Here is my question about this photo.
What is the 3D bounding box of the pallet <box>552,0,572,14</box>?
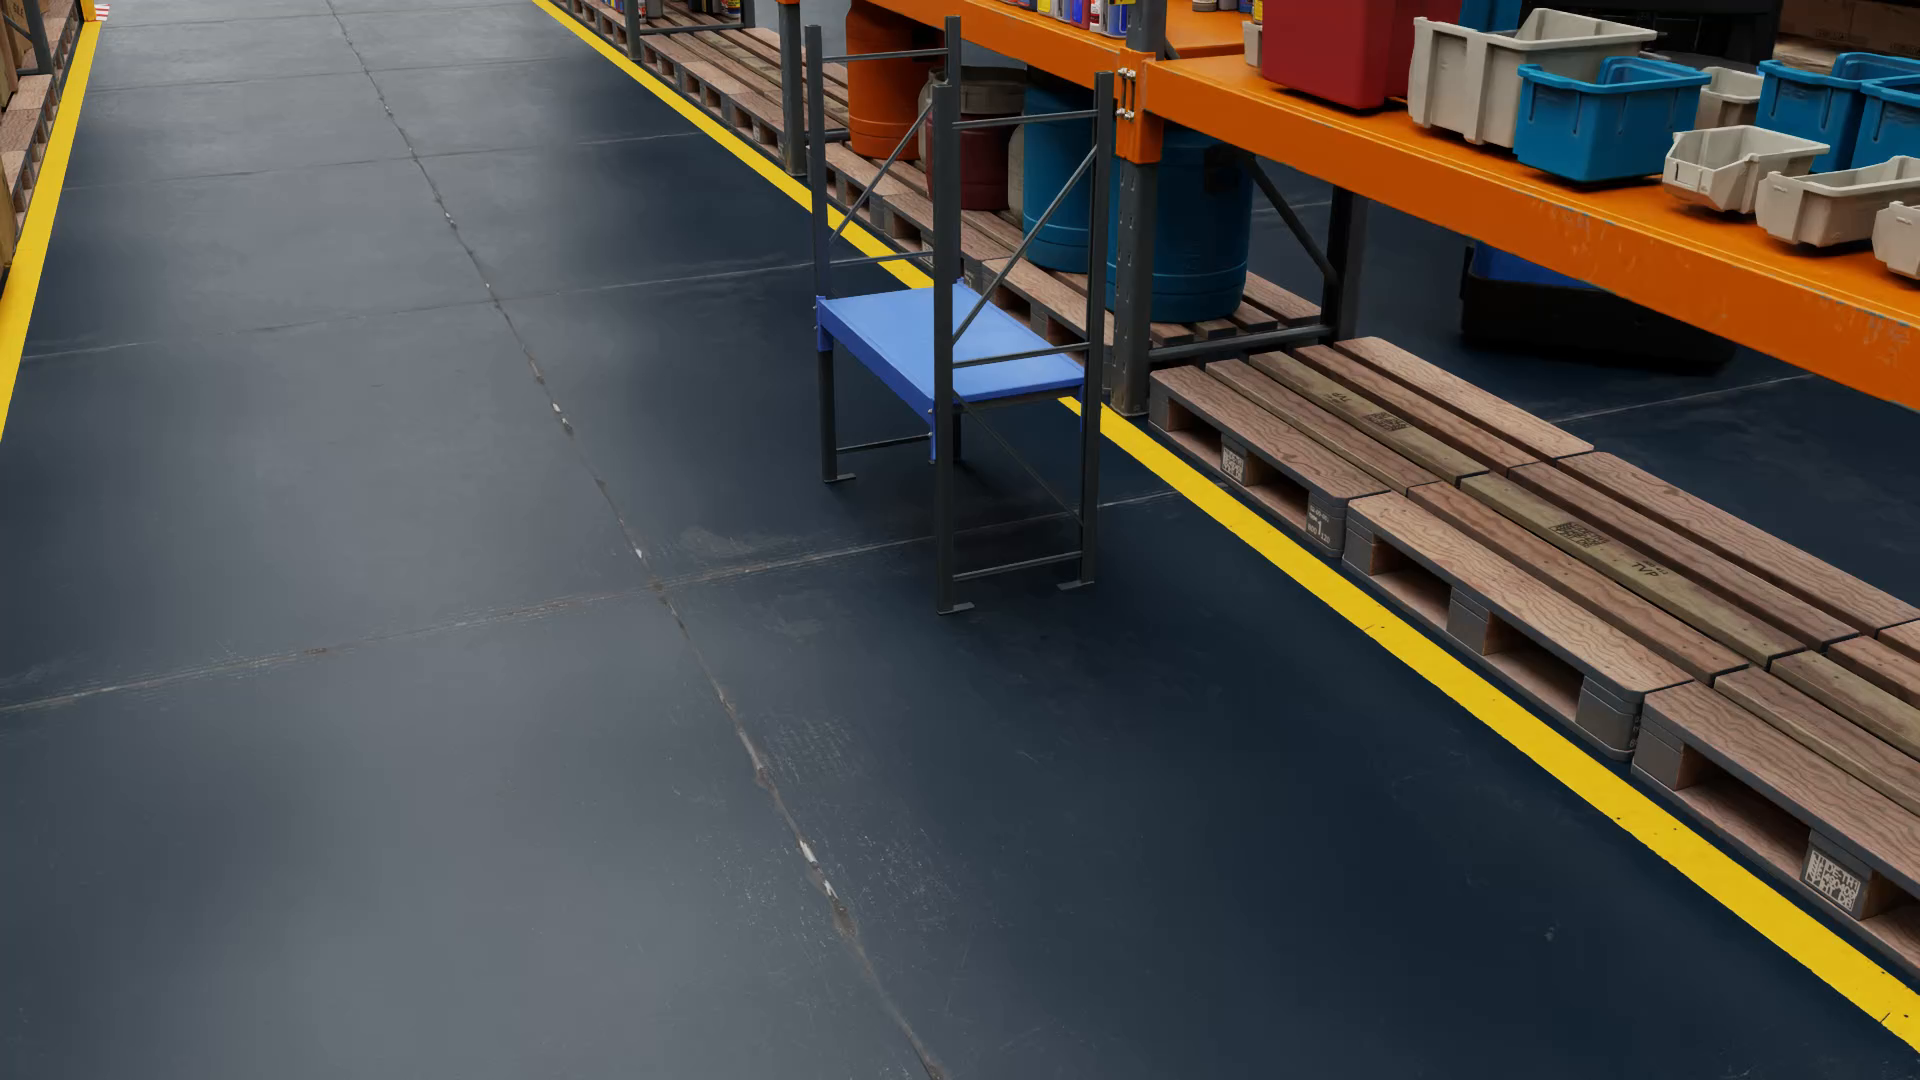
[{"bbox_3d":[-3.266,-5.143,15.544,1.003,0.211,1.213,-11,28,-21],"label":"pallet"}]

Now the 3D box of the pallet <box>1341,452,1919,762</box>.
[{"bbox_3d":[1.853,0.133,4.737,1.003,0.211,1.213,-11,28,-21],"label":"pallet"}]

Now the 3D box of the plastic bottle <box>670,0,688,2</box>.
[{"bbox_3d":[-2.387,-4.716,14.094,0.152,0.276,0.135,-11,28,-21],"label":"plastic bottle"}]

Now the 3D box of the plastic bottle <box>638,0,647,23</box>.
[{"bbox_3d":[-2.514,-4.166,13.052,0.097,0.201,0.097,0,26,0],"label":"plastic bottle"}]

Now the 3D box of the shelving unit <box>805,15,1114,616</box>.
[{"bbox_3d":[-0.033,-0.708,4.991,0.538,1.500,1.048,-11,28,-21],"label":"shelving unit"}]

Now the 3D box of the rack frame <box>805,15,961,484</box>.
[{"bbox_3d":[-0.232,-0.914,5.412,0.500,1.500,0.032,-11,28,-21],"label":"rack frame"}]

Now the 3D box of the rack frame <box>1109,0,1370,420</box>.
[{"bbox_3d":[1.047,-1.904,5.730,1.000,3.000,0.127,-11,28,-21],"label":"rack frame"}]

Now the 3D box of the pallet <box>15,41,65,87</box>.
[{"bbox_3d":[-6.938,-3.294,11.756,1.003,0.211,1.213,-11,28,-21],"label":"pallet"}]

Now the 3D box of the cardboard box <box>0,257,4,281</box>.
[{"bbox_3d":[-4.483,-1.258,6.351,1.225,0.875,0.875,-10,28,-20],"label":"cardboard box"}]

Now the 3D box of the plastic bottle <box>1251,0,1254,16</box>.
[{"bbox_3d":[1.182,-2.133,6.426,0.097,0.201,0.097,0,26,0],"label":"plastic bottle"}]

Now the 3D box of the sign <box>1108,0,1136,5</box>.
[{"bbox_3d":[0.541,-1.934,5.477,0.100,0.325,0.005,-11,28,-21],"label":"sign"}]

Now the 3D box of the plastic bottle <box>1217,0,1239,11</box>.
[{"bbox_3d":[1.073,-2.248,6.576,0.152,0.276,0.135,-11,28,-21],"label":"plastic bottle"}]

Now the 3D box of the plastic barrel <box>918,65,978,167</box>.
[{"bbox_3d":[-0.008,-2.182,8.657,0.421,0.512,0.421,0,26,0],"label":"plastic barrel"}]

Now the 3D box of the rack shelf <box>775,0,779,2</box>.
[{"bbox_3d":[-1.302,-4.002,10.849,1.077,0.370,4.000,-11,28,-21],"label":"rack shelf"}]

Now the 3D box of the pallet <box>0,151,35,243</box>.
[{"bbox_3d":[-5.381,-1.730,8.553,1.003,0.211,1.213,-11,28,-21],"label":"pallet"}]

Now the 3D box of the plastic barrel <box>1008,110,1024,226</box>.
[{"bbox_3d":[0.434,-1.726,7.723,0.421,0.512,0.421,0,26,0],"label":"plastic barrel"}]

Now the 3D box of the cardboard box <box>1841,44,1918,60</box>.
[{"bbox_3d":[5.234,-2.481,9.261,0.500,0.500,0.500,-10,28,-20],"label":"cardboard box"}]

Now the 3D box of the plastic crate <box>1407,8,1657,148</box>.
[{"bbox_3d":[1.476,-1.229,4.415,0.437,0.282,0.530,-11,28,-21],"label":"plastic crate"}]

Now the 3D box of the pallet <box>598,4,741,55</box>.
[{"bbox_3d":[-2.310,-4.158,13.526,1.003,0.211,1.213,-11,28,-21],"label":"pallet"}]

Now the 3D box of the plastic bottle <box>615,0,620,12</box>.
[{"bbox_3d":[-2.780,-4.457,13.554,0.061,0.283,0.133,-9,27,-17],"label":"plastic bottle"}]

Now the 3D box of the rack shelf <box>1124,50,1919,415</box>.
[{"bbox_3d":[1.831,-0.773,4.234,1.077,0.370,4.000,-11,28,-21],"label":"rack shelf"}]

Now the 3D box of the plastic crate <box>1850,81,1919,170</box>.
[{"bbox_3d":[2.305,-0.928,3.855,0.416,0.233,0.300,-11,28,-21],"label":"plastic crate"}]

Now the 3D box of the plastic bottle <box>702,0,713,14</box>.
[{"bbox_3d":[-2.056,-4.421,13.481,0.061,0.283,0.133,-11,28,-21],"label":"plastic bottle"}]

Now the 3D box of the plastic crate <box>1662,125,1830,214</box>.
[{"bbox_3d":[1.763,-0.839,3.782,0.298,0.136,0.250,-11,28,-21],"label":"plastic crate"}]

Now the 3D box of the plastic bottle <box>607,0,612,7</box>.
[{"bbox_3d":[-2.864,-4.592,13.838,0.152,0.276,0.135,-10,28,-20],"label":"plastic bottle"}]

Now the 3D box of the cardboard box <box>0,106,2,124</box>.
[{"bbox_3d":[-6.033,-2.683,9.675,0.700,0.500,0.500,-13,29,-25],"label":"cardboard box"}]

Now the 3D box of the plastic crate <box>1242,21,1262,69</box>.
[{"bbox_3d":[1.098,-1.600,5.339,0.396,0.136,0.243,-11,28,-21],"label":"plastic crate"}]

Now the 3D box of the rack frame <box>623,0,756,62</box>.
[{"bbox_3d":[-2.085,-5.133,12.345,1.000,3.000,0.127,-11,28,-21],"label":"rack frame"}]

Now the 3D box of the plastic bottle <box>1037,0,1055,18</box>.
[{"bbox_3d":[0.386,-2.196,6.386,0.144,0.351,0.185,-11,28,-21],"label":"plastic bottle"}]

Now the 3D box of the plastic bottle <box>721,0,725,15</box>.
[{"bbox_3d":[-1.887,-4.359,13.448,0.097,0.201,0.097,0,26,0],"label":"plastic bottle"}]

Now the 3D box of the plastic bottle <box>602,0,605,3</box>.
[{"bbox_3d":[-2.976,-4.674,14.012,0.097,0.271,0.097,0,26,0],"label":"plastic bottle"}]

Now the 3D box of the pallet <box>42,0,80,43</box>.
[{"bbox_3d":[-7.894,-4.279,13.774,1.003,0.211,1.213,-11,28,-21],"label":"pallet"}]

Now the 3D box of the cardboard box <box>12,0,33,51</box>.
[{"bbox_3d":[-6.994,-3.746,11.874,0.500,0.500,0.500,-2,26,-4],"label":"cardboard box"}]

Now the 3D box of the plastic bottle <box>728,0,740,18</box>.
[{"bbox_3d":[-1.807,-4.309,13.264,0.097,0.271,0.097,0,26,0],"label":"plastic bottle"}]

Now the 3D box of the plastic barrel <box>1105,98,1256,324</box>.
[{"bbox_3d":[0.850,-1.372,6.554,0.600,0.901,0.708,-11,28,-21],"label":"plastic barrel"}]

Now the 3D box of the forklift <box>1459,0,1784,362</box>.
[{"bbox_3d":[3.051,-2.640,7.316,1.130,2.935,3.031,9,27,18],"label":"forklift"}]

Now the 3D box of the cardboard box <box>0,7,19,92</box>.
[{"bbox_3d":[-6.422,-3.105,10.538,0.700,0.500,0.500,-13,29,-25],"label":"cardboard box"}]

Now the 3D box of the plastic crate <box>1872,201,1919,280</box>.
[{"bbox_3d":[2.028,-0.615,3.322,0.396,0.136,0.243,-11,28,-21],"label":"plastic crate"}]

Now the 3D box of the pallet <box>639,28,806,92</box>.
[{"bbox_3d":[-1.742,-3.570,12.321,1.003,0.211,1.213,-11,28,-21],"label":"pallet"}]

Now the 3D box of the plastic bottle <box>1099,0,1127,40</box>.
[{"bbox_3d":[0.596,-1.951,5.969,0.152,0.276,0.135,-11,28,-21],"label":"plastic bottle"}]

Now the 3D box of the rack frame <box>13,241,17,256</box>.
[{"bbox_3d":[-5.076,-2.667,7.294,1.000,3.000,0.127,-11,28,-21],"label":"rack frame"}]

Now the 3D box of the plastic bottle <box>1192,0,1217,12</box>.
[{"bbox_3d":[0.966,-2.185,6.533,0.097,0.201,0.097,0,26,0],"label":"plastic bottle"}]

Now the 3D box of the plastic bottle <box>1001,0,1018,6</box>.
[{"bbox_3d":[0.255,-2.302,6.688,0.152,0.276,0.135,-11,28,-21],"label":"plastic bottle"}]

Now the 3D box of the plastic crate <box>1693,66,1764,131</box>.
[{"bbox_3d":[2.006,-1.161,4.441,0.293,0.136,0.466,-11,28,-21],"label":"plastic crate"}]

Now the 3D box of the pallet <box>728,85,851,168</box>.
[{"bbox_3d":[-0.787,-2.585,10.303,1.003,0.211,1.213,-11,28,-21],"label":"pallet"}]

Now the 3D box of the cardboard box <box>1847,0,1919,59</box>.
[{"bbox_3d":[5.250,-2.805,9.070,0.500,0.250,0.500,-11,28,-20],"label":"cardboard box"}]

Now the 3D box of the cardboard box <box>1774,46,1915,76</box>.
[{"bbox_3d":[4.768,-2.381,9.055,0.500,0.500,0.500,-10,28,-20],"label":"cardboard box"}]

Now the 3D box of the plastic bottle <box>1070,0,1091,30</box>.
[{"bbox_3d":[0.463,-2.040,6.143,0.061,0.283,0.133,-11,28,-21],"label":"plastic bottle"}]

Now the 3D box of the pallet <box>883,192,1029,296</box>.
[{"bbox_3d":[0.302,-1.462,8.005,1.003,0.211,1.213,-11,28,-21],"label":"pallet"}]
